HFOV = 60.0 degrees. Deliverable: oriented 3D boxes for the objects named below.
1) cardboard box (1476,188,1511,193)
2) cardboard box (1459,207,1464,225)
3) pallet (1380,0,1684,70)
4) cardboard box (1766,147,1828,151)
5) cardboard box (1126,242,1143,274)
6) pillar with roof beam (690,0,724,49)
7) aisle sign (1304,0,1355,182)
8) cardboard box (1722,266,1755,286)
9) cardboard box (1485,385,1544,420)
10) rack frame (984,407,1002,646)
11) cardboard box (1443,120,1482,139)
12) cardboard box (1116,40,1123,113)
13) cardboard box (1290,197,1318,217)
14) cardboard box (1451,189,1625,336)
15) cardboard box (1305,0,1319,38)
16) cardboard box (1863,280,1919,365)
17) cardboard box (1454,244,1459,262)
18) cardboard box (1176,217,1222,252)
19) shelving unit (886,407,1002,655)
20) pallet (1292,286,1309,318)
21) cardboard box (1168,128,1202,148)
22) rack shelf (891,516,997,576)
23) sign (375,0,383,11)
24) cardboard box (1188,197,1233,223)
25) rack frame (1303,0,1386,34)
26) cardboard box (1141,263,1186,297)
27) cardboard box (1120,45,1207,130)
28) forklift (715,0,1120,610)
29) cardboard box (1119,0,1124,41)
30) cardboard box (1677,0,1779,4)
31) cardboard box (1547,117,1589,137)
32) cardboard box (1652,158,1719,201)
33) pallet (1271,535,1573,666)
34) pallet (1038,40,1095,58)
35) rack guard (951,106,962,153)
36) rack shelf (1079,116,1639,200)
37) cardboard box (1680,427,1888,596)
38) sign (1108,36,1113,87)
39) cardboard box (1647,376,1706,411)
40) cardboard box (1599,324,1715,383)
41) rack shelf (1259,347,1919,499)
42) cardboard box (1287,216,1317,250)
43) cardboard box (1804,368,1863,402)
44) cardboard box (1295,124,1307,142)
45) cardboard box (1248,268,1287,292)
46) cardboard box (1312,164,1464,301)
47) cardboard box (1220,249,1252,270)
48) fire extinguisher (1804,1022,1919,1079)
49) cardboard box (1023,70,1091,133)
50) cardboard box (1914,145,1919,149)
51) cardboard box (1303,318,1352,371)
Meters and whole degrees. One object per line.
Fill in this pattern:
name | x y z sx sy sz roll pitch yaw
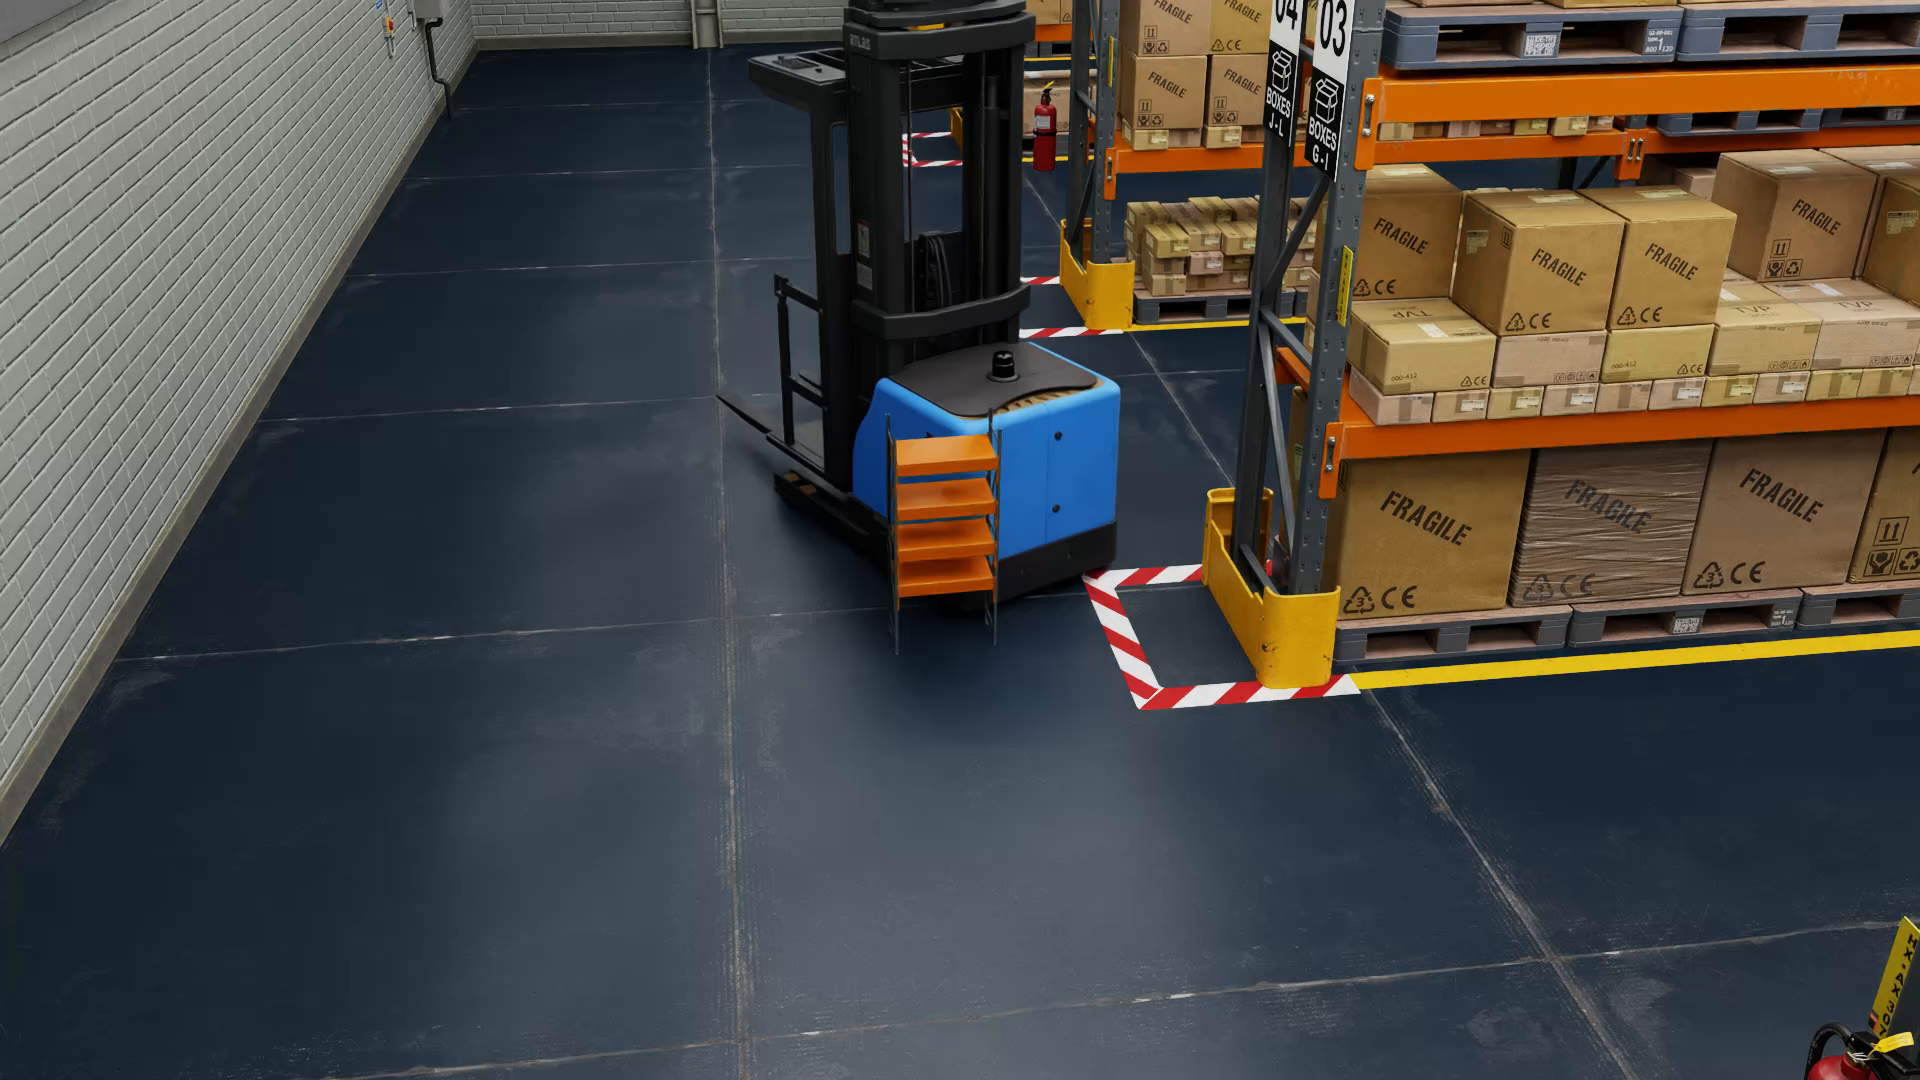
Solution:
cardboard box | 4.268 -2.667 13.173 0.250 0.149 0.380 -2 27 -5
cardboard box | 3.842 -2.411 12.675 0.250 0.149 0.380 -3 27 -5
pallet | 2.282 -2.247 7.155 1.213 0.211 1.003 -4 27 -7
cardboard box | 6.654 -3.040 13.345 0.500 0.250 0.500 -5 28 -9
cardboard box | 1.450 -2.195 12.904 0.250 0.149 0.380 -3 27 -6
pillar with roof beam | -2.723 -8.582 16.119 0.400 9.000 9.100 -4 27 -7
aisle sign | 1.520 -1.916 6.851 0.004 0.787 0.394 -4 27 -7
cardboard box | 3.514 -1.216 8.172 0.500 0.250 0.500 -4 27 -7
cardboard box | 2.454 -0.695 7.594 0.250 0.149 0.380 -4 27 -8
rack frame | 0.158 -0.051 8.016 0.015 1.200 0.240 -5 31 -9
cardboard box | 3.632 -3.075 12.233 0.250 0.149 0.380 -5 28 -9
cardboard box | 1.367 -3.470 12.292 0.500 0.500 0.500 -3 27 -6
cardboard box | 2.743 -2.540 12.927 0.250 0.149 0.380 -5 28 -9
cardboard box | 2.557 -1.239 7.397 0.500 0.500 0.500 -4 27 -8
cardboard box | 2.457 -3.737 11.716 0.500 0.500 0.500 -4 27 -8
cardboard box | 4.597 -1.039 7.828 0.500 0.250 0.500 -3 27 -6
cardboard box | 3.611 -2.245 12.677 0.250 0.149 0.380 -3 27 -6
cardboard box | 1.781 -2.283 12.425 0.250 0.149 0.380 -3 27 -6
shelving unit | -0.082 -0.031 7.978 0.503 1.200 0.258 -5 31 -9
pallet | 3.048 -2.024 12.964 1.213 0.211 1.003 -4 27 -7
cardboard box | 1.571 -2.944 11.977 0.250 0.149 0.380 -3 27 -5
rack shelf | -0.083 0.027 8.013 0.480 0.148 0.258 -5 31 -9
sign | -5.466 -5.105 15.618 0.001 0.218 0.327 -4 27 -7
cardboard box | 1.943 -2.544 12.933 0.250 0.149 0.380 -4 27 -8
rack frame | 1.549 -3.569 6.348 0.127 3.000 1.000 -4 27 -7
cardboard box | 1.522 -1.956 12.438 0.250 0.149 0.380 -3 27 -6
cardboard box | 1.441 -3.229 11.822 0.500 0.500 0.500 -2 27 -5
forklift | -0.421 -1.569 9.097 1.130 2.935 3.031 -18 32 -31
cardboard box | 1.377 -3.912 12.057 0.500 0.500 0.500 -4 27 -8
cardboard box | 3.136 -2.604 7.074 0.500 0.500 0.700 -6 28 -11
cardboard box | 4.429 -3.101 12.284 0.250 0.149 0.380 -4 27 -8
cardboard box | 5.688 -2.739 12.759 0.500 0.250 0.500 -5 28 -9
pallet | 2.330 0.255 8.523 1.213 0.211 1.003 -4 27 -7
pallet | 1.543 -6.515 21.716 1.213 0.211 1.003 -4 27 -7
rack guard | 0.145 -4.266 17.017 0.348 0.500 1.175 -4 27 -7
rack shelf | 2.939 -2.956 12.512 4.000 0.370 1.077 -4 27 -7
cardboard box | 3.954 -0.333 8.480 0.875 0.875 0.875 -4 27 -7
sign | 1.034 -3.288 11.425 0.005 0.325 0.100 -4 27 -7
cardboard box | 3.219 -0.744 7.690 0.250 0.149 0.380 -4 27 -8
cardboard box | 3.074 -0.940 7.635 0.500 0.250 0.500 -5 28 -9
rack shelf | 3.530 -0.707 8.130 4.000 0.370 1.077 -4 27 -7
cardboard box | 2.558 -2.308 12.473 0.250 0.149 0.380 -3 27 -5
cardboard box | 3.981 -0.793 7.785 0.250 0.149 0.380 -4 27 -8
cardboard box | 2.354 -3.022 12.128 0.250 0.149 0.380 -4 27 -8
cardboard box | 2.283 -1.995 12.515 0.250 0.149 0.380 -3 27 -6
cardboard box | 1.995 -1.449 7.805 0.500 0.500 0.500 -3 27 -6
cardboard box | 2.022 -2.164 12.519 0.250 0.149 0.380 -3 27 -6
fire extinguisher | 2.026 1.344 3.839 0.183 0.674 0.296 -4 27 -7
cardboard box | 0.808 -4.514 17.108 0.875 0.438 0.875 -5 28 -9
cardboard box | 5.000 -1.639 8.175 0.500 0.500 0.500 -4 27 -7
cardboard box | 1.856 -0.960 8.109 0.250 0.149 0.380 -3 27 -6
